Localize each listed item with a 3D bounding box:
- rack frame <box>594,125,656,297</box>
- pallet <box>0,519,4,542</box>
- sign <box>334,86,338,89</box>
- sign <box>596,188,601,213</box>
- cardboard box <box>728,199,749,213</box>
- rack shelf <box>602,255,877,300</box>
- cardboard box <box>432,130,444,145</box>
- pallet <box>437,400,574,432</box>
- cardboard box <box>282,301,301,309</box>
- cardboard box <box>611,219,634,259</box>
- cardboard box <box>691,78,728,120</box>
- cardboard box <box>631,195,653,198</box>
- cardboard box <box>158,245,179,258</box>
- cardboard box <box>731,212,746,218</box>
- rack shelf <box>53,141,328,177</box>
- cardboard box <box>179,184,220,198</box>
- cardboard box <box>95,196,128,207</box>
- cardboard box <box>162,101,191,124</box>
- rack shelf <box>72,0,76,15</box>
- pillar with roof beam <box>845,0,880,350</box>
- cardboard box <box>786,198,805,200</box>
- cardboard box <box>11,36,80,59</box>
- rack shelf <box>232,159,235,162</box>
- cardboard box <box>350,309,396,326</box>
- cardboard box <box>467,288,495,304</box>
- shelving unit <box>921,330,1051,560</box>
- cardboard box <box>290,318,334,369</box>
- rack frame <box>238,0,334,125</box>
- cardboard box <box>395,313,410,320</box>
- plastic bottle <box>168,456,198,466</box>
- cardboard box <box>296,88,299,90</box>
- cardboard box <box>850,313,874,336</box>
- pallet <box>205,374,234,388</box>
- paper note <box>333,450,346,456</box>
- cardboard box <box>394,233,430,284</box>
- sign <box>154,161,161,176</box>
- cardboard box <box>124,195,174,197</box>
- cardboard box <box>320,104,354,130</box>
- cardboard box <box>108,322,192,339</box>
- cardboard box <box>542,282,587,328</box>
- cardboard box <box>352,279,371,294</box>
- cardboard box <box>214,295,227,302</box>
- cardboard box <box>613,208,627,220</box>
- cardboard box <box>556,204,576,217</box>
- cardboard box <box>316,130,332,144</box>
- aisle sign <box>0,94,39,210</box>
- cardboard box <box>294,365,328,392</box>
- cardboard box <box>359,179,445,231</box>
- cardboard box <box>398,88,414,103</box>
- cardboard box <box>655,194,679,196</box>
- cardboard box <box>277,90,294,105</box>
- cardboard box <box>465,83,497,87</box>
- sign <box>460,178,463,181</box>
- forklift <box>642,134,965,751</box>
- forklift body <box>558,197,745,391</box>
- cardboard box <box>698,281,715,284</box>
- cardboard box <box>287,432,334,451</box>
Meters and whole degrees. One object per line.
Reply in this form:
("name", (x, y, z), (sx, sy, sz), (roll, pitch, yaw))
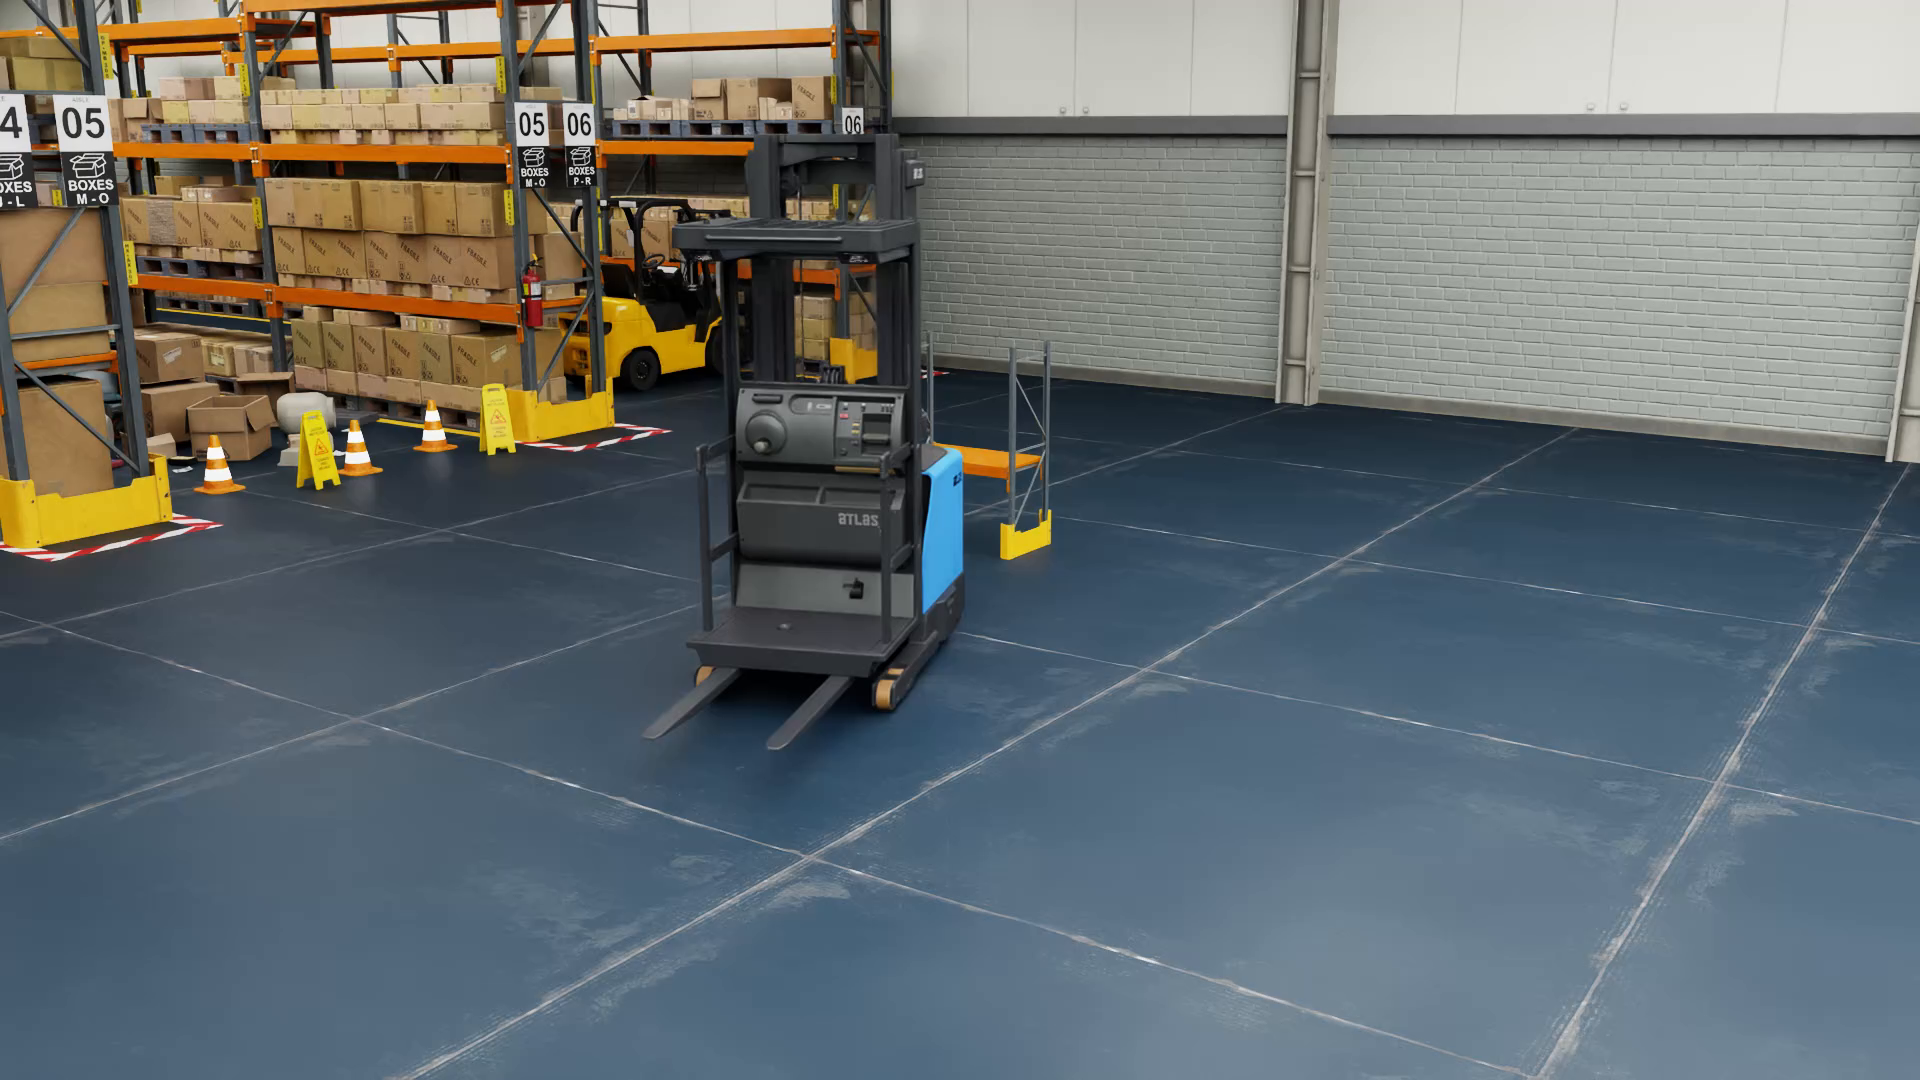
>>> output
("rack frame", (-4.475, -4.054, 22.458), (0.127, 3.000, 1.000), (9, 17, 33))
("pallet", (-7.309, -0.265, 12.955), (1.213, 0.211, 1.003), (9, 17, 33))
("sign", (-6.945, -4.880, 18.477), (0.005, 0.325, 0.100), (9, 17, 33))
("sign", (-4.769, -4.468, 21.886), (0.005, 0.325, 0.100), (9, 17, 33))
("cardboard box", (-2.685, -4.183, 20.800), (0.250, 0.149, 0.380), (10, 17, 34))
("rack shelf", (-2.815, -3.437, 21.461), (4.000, 0.370, 1.077), (9, 17, 33))
("cardboard box", (-4.974, -3.970, 16.399), (0.250, 0.149, 0.380), (9, 17, 33))
("pallet", (-4.640, -1.300, 17.136), (1.213, 0.211, 1.003), (9, 17, 33))
("cardboard box", (-10.390, -3.938, 26.318), (0.500, 0.500, 0.500), (9, 16, 32))
("cardboard box", (-4.252, -3.991, 21.995), (0.500, 0.500, 0.500), (9, 16, 31))
("cardboard box", (-2.917, -5.530, 20.883), (0.637, 0.503, 0.797), (10, 17, 35))
("cardboard box", (-4.098, -4.446, 21.866), (0.250, 0.149, 0.380), (9, 17, 34))
("cardboard box", (-9.081, -3.375, 19.364), (0.250, 0.149, 0.380), (10, 17, 35))
("cardboard box", (-2.678, -4.039, 20.839), (0.250, 0.149, 0.380), (9, 17, 33))
("rack shelf", (-8.901, -4.439, 19.268), (4.000, 0.370, 1.077), (9, 17, 33))
("cardboard box", (-9.046, -4.149, 19.790), (0.250, 0.149, 0.380), (8, 16, 30))
("cardboard box", (-10.317, -3.891, 20.097), (0.500, 0.500, 0.500), (9, 16, 31))
("cardboard box", (-8.647, -4.838, 18.820), (0.500, 0.250, 0.500), (9, 17, 34))
("rack shelf", (-8.261, -4.164, 12.746), (4.000, 0.370, 1.077), (9, 17, 33))
("pillar with roof beam", (-3.633, -5.845, 17.206), (0.400, 9.000, 9.100), (9, 17, 33))
("cardboard box", (-2.170, -4.254, 21.089), (0.250, 0.149, 0.380), (10, 17, 35))
("cardboard box", (-6.701, -3.609, 12.198), (0.250, 0.149, 0.380), (9, 17, 33))
("rack shelf", (-12.772, -6.502, 27.602), (4.000, 0.370, 1.077), (9, 17, 33))
("cardboard box", (-6.180, -2.346, 17.496), (0.250, 0.149, 0.380), (10, 17, 36))
("cardboard box", (-4.625, -2.425, 16.399), (0.250, 0.149, 0.380), (9, 16, 32))
("shelving unit", (0.063, -0.718, 12.102), (1.083, 1.500, 0.587), (9, 17, 33))
("cardboard box", (-6.903, -2.164, 18.111), (0.500, 0.500, 0.500), (10, 17, 35))
("rack frame", (-7.242, -5.976, 17.737), (0.127, 3.000, 1.000), (9, 17, 33))
("cardboard box", (-6.178, -2.203, 18.269), (0.500, 0.500, 0.500), (10, 17, 34))
("plastic bottle", (-7.085, -0.718, 15.095), (0.283, 0.061, 0.133), (3, 14, 14))
("cardboard box", (-10.583, -7.003, 26.087), (0.258, 0.266, 0.396), (9, 17, 33))
("cardboard box", (-1.430, -2.734, 20.933), (0.500, 0.250, 0.500), (10, 17, 34))
("pallet", (-8.905, -1.978, 19.874), (1.213, 0.211, 1.003), (9, 17, 33))
("paper note", (-5.818, -0.816, 15.557), (0.142, 0.019, 0.148), (3, 14, 14))
("cardboard box", (-5.353, -2.874, 16.864), (0.500, 0.500, 0.500), (9, 17, 33))
("sign", (-14.106, -6.487, 29.218), (0.005, 0.325, 0.100), (9, 17, 33))
("cardboard box", (-10.029, -3.992, 20.505), (0.500, 0.500, 0.500), (9, 16, 31))
("cardboard box", (-6.188, -4.341, 17.067), (0.500, 0.250, 0.500), (9, 17, 33))
("cardboard box", (-10.098, -2.451, 20.576), (0.625, 0.372, 0.950), (8, 16, 29))
("cardboard box", (-5.554, -3.279, 23.393), (0.625, 0.625, 0.875), (9, 17, 32))
("cardboard box", (-6.103, -2.662, 17.359), (0.250, 0.149, 0.380), (9, 17, 33))
("cardboard box", (-12.035, -4.068, 27.329), (0.258, 0.266, 0.396), (10, 17, 35))
("cardboard box", (-4.357, -4.322, 21.984), (0.250, 0.149, 0.380), (9, 16, 32))
("cardboard box", (-5.280, -4.493, 22.675), (0.250, 0.149, 0.380), (9, 17, 33))
("cardboard box", (-6.481, -4.208, 17.362), (0.250, 0.149, 0.380), (10, 17, 34))
("aisle sign", (-6.710, -2.720, 11.657), (0.004, 0.787, 0.394), (9, 17, 33))
("cardboard box", (-6.903, -1.800, 18.201), (0.500, 0.250, 0.500), (8, 16, 30))
("cardboard box", (-5.701, -3.443, 17.080), (0.500, 0.500, 0.700), (9, 17, 32))
("cardboard box", (-5.366, -4.427, 16.585), (0.250, 0.149, 0.380), (9, 16, 31))
("cardboard box", (-3.856, -4.537, 22.234), (0.250, 0.149, 0.380), (9, 16, 31))
("cardboard box", (-6.931, -4.649, 17.481), (0.250, 0.149, 0.380), (10, 17, 34))
("cardboard box", (-6.484, -6.065, 23.050), (0.500, 0.500, 0.500), (10, 17, 34))
("sign", (-7.487, -5.264, 24.935), (0.005, 0.325, 0.100), (9, 17, 33))
("forklift", (-0.803, -0.628, 8.759), (1.130, 2.935, 3.031), (3, 14, 13))
("forklift body", (-3.747, -2.996, 19.951), (1.214, 2.155, 2.313), (9, 17, 33))
("cardboard box", (-3.530, -3.316, 22.245), (0.500, 0.250, 0.500), (9, 16, 32))
("cardboard box", (-6.137, -0.917, 15.716), (0.380, 0.149, 0.250), (-7, 15, -25))
